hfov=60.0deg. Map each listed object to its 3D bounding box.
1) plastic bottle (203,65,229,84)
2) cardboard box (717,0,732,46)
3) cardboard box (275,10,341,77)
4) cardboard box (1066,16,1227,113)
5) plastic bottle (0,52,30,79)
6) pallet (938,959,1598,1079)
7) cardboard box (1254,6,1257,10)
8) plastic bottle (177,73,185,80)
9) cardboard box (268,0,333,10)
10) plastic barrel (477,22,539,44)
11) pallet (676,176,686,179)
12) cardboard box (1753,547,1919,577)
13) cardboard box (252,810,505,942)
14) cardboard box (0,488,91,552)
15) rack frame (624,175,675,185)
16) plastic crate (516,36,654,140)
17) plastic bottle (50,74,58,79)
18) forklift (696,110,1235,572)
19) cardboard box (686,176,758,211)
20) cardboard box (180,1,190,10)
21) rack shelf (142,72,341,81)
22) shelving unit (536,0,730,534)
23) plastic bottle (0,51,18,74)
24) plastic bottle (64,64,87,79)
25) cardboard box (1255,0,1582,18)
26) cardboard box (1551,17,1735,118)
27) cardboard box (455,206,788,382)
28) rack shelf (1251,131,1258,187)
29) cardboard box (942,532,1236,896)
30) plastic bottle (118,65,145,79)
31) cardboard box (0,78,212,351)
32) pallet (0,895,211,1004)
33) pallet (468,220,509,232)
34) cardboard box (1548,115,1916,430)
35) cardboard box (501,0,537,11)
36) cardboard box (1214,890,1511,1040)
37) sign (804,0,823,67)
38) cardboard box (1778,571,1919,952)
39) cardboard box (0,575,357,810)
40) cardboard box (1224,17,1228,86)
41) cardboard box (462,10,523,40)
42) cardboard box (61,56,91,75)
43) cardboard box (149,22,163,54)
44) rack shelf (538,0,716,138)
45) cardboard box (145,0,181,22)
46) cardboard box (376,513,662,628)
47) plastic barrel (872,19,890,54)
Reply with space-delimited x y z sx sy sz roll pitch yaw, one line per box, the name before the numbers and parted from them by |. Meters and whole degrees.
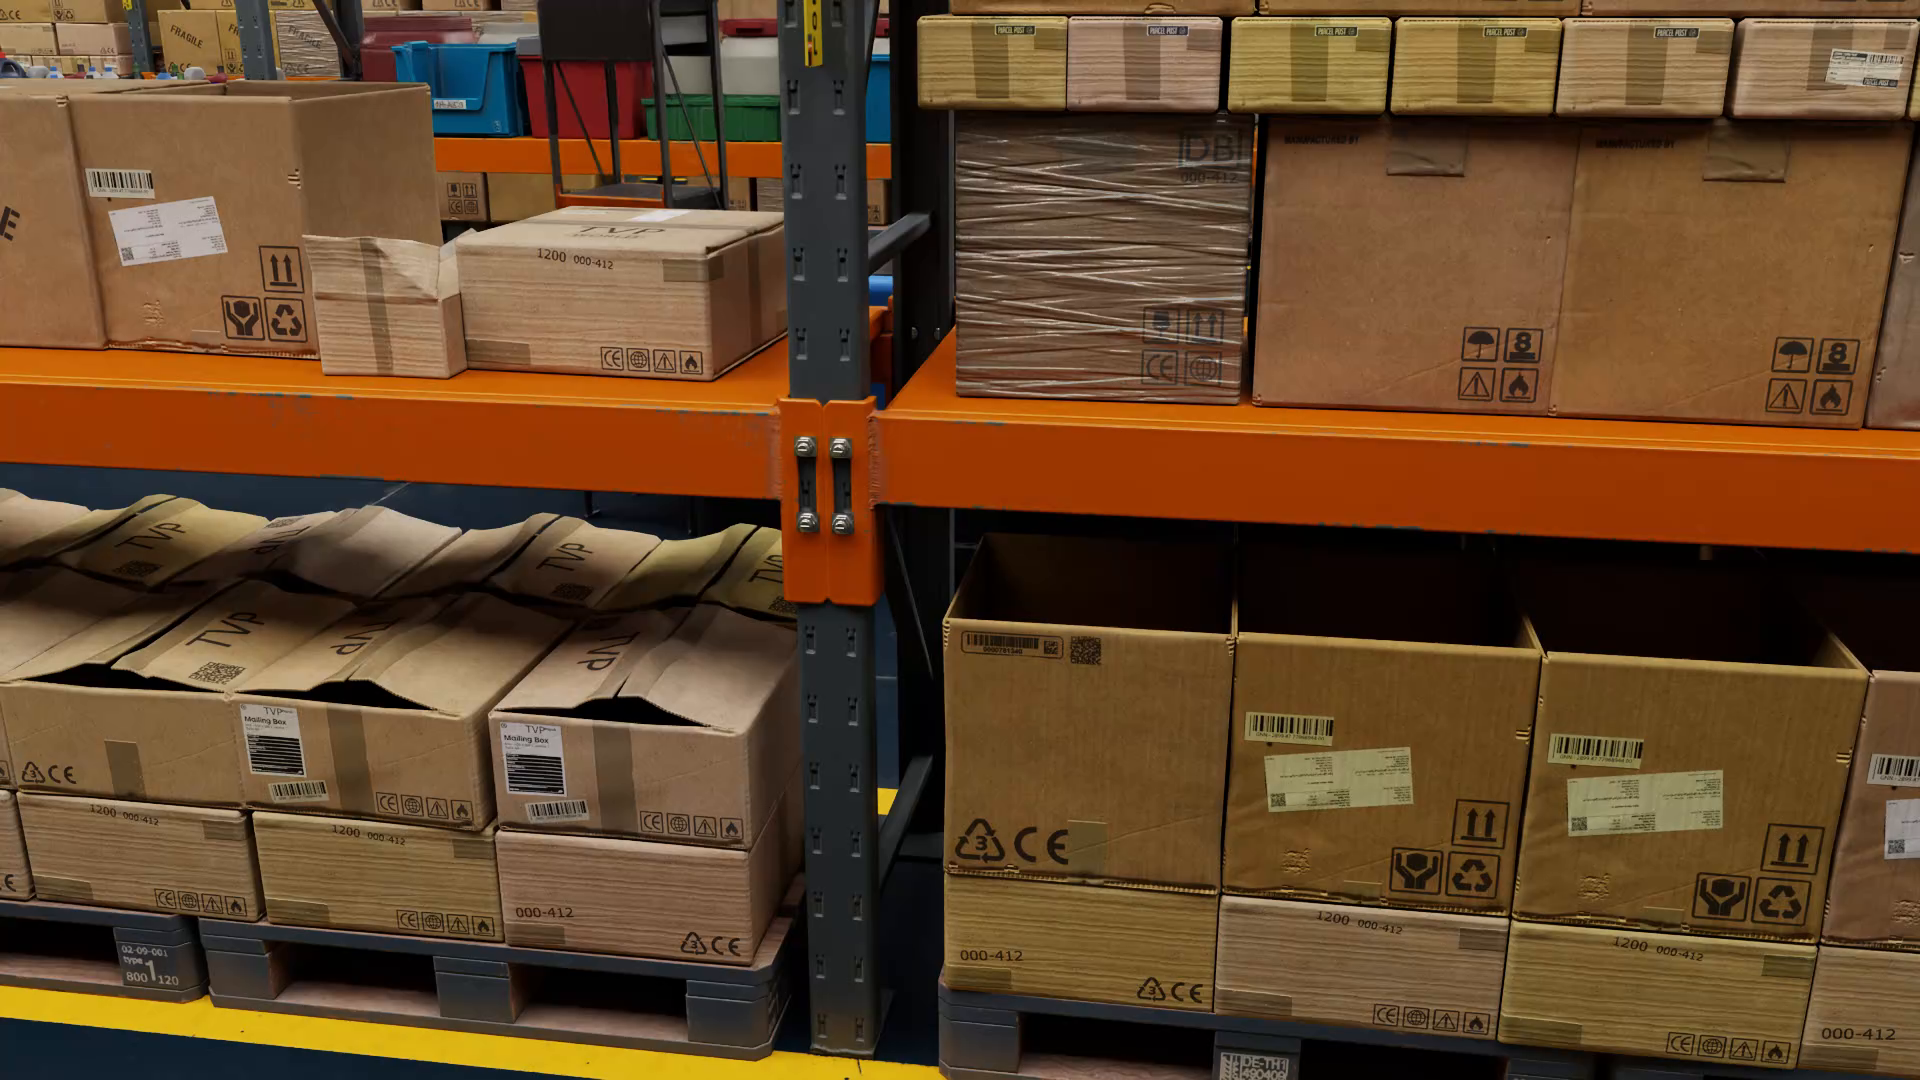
plastic bottle | -4.007 -2.414 8.975 0.133 0.283 0.061 3 19 9
cardboard box | -1.988 -4.099 13.008 0.500 0.500 0.500 1 19 2
cardboard box | -5.072 -3.964 13.267 0.500 0.500 0.500 2 19 7
cardboard box | 0.329 -0.831 2.880 0.250 0.149 0.380 3 19 9
plastic bottle | -5.107 -2.440 8.946 0.185 0.351 0.144 3 19 9
pallet | 0.625 0.813 3.542 1.213 0.211 1.003 3 19 9
cardboard box | 2.344 -3.776 12.236 0.500 0.500 0.875 3 19 9
plastic bottle | -3.780 -2.147 8.177 0.133 0.283 0.061 3 19 9
cardboard box | -5.169 -4.524 13.359 0.637 0.503 0.797 3 19 9
plastic barrel | -2.264 -2.384 8.525 0.421 0.512 0.421 0 18 0
pallet | -2.412 -4.134 18.325 1.213 0.211 1.003 3 19 9
cardboard box | 1.821 0.215 3.424 0.500 0.500 0.500 3 19 9
cardboard box | -1.108 0.586 3.496 0.500 0.250 0.500 3 19 8
cardboard box | -2.534 0.074 4.141 0.500 0.311 0.500 3 19 8
rack frame | -2.528 -3.868 13.135 0.127 3.000 1.000 3 19 9
plastic crate | -1.766 -2.169 7.957 0.583 0.464 0.402 3 19 9
plastic bottle | -4.504 -2.184 8.307 0.097 0.271 0.097 0 18 0
forklift | 0.622 -1.358 5.743 3.031 2.935 1.130 3 19 9
cardboard box | -1.863 -2.863 13.379 0.500 0.500 0.700 2 19 6
cardboard box | -8.608 -5.879 18.521 0.500 0.500 0.500 3 19 9
rack shelf | -4.502 -3.627 13.550 4.000 0.370 1.077 3 19 9
shelving unit | -1.185 -1.107 6.284 0.503 2.100 0.431 8 21 24
plastic bottle | -5.216 -2.495 9.109 0.185 0.351 0.144 3 19 9
plastic bottle | -4.823 -2.456 9.100 0.133 0.283 0.061 3 19 9
cardboard box | 0.785 -1.180 2.901 0.500 0.500 0.700 3 19 9
cardboard box | 1.090 -0.793 2.765 0.250 0.149 0.380 2 19 7
cardboard box | -0.646 -0.503 3.315 0.500 0.250 0.500 4 19 12
rack shelf | 2.611 -1.673 7.709 4.000 0.370 1.077 3 19 9
cardboard box | 0.255 0.308 3.146 0.500 0.500 0.500 3 19 9
plastic bottle | -4.499 -2.439 9.050 0.133 0.283 0.061 3 19 9
cardboard box | -1.924 -0.706 3.527 0.500 0.500 0.500 3 19 9
pallet | -2.095 0.674 3.956 1.213 0.211 1.003 3 19 9
pallet | -3.294 -2.608 13.766 1.213 0.211 1.003 3 19 9
cardboard box | 1.302 -0.539 3.029 0.500 0.500 0.700 3 19 9
cardboard box | -3.247 -4.433 13.085 0.637 0.503 0.797 4 19 11
cardboard box | 0.749 0.687 3.194 0.500 0.250 0.500 3 19 9
sign | -0.230 -0.904 2.577 0.005 0.325 0.100 3 19 9
cardboard box | 1.736 0.383 2.922 0.500 0.500 0.500 3 19 9
cardboard box | -1.606 0.295 3.481 0.500 0.311 0.500 3 19 8
cardboard box | 0.393 -0.958 3.260 0.250 0.149 0.380 3 19 7
cardboard box | -3.546 -3.889 13.041 0.500 0.500 0.500 3 19 8
cardboard box | -7.085 -3.875 13.554 0.250 0.149 0.380 3 19 10
cardboard box | -6.899 -4.244 14.029 0.500 0.250 0.500 3 19 8
rack shelf | -1.196 -1.756 6.062 0.480 0.518 0.431 8 21 24
cardboard box | -6.909 -4.599 13.905 0.500 0.500 0.500 3 19 9
cardboard box | -1.015 0.150 3.914 0.500 0.311 0.500 3 19 8
plastic barrel | -0.274 -2.296 8.223 0.433 0.535 0.433 0 18 0
